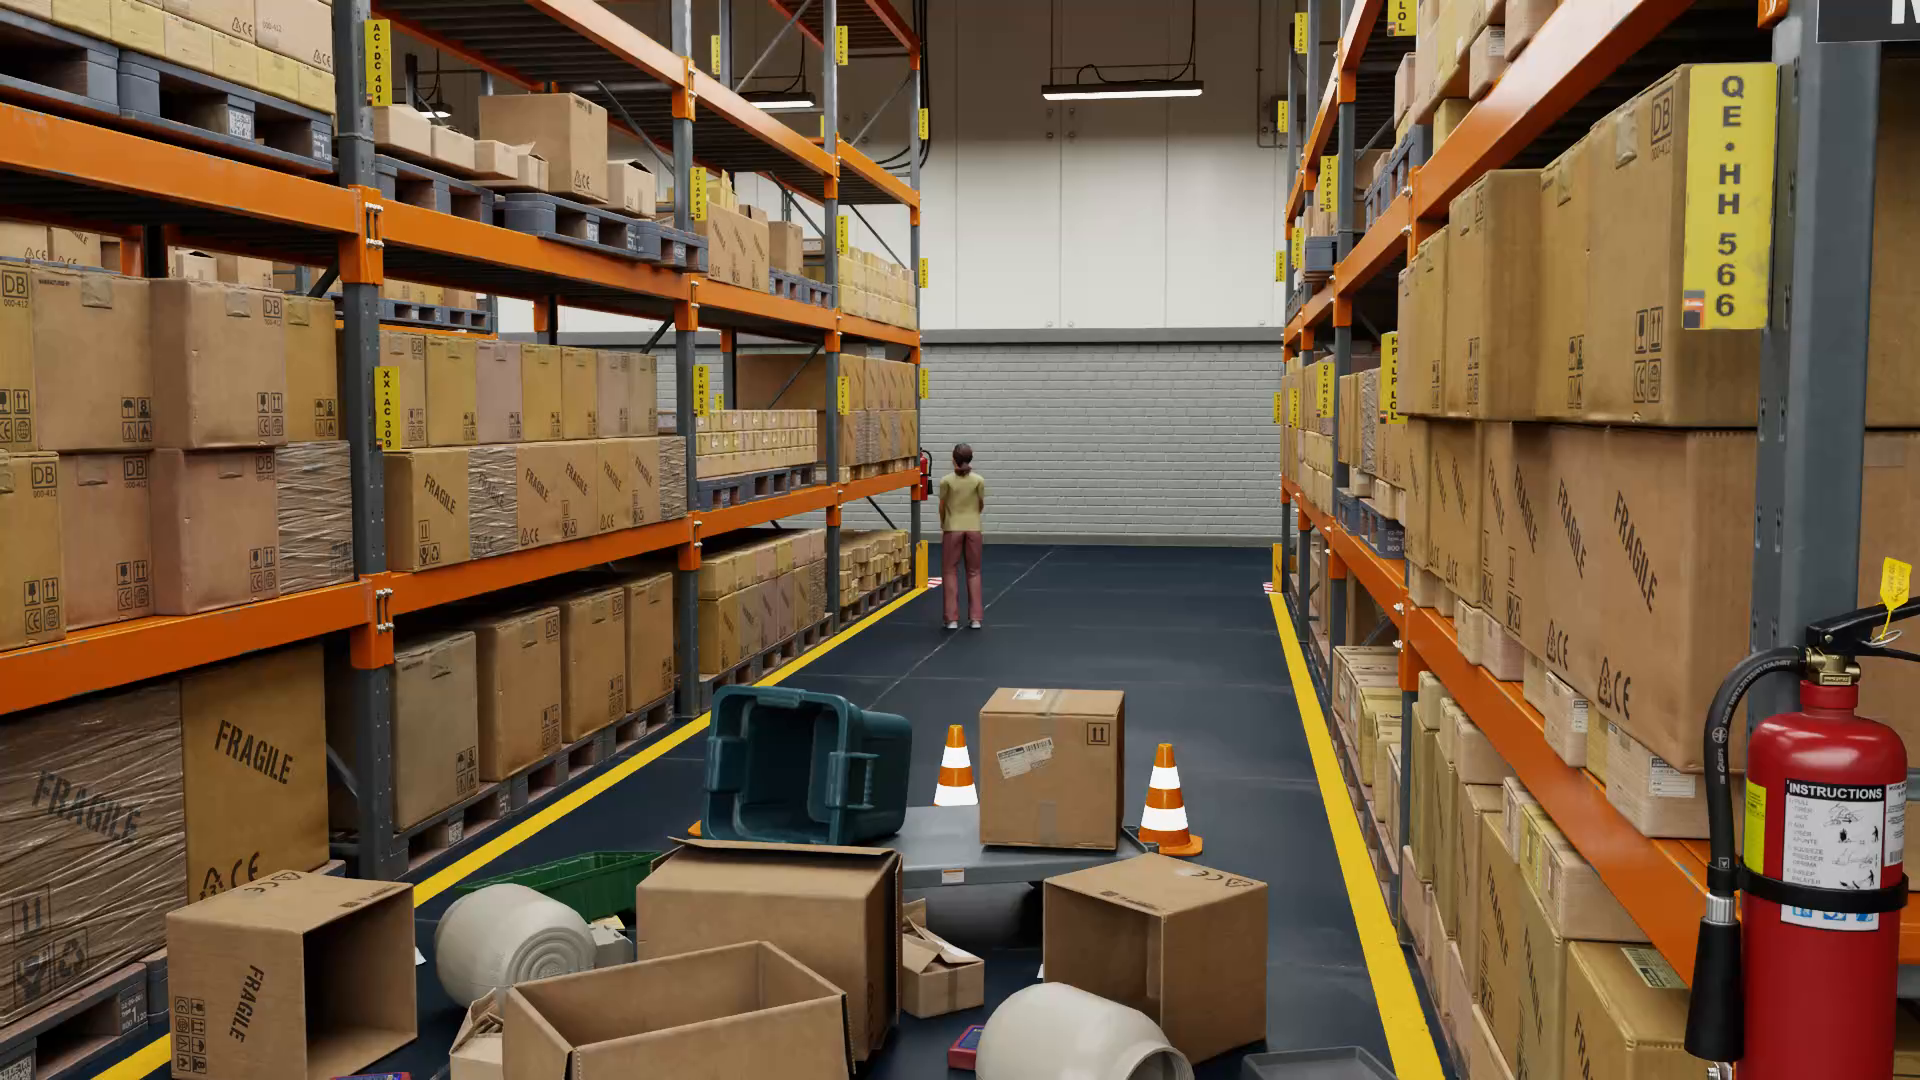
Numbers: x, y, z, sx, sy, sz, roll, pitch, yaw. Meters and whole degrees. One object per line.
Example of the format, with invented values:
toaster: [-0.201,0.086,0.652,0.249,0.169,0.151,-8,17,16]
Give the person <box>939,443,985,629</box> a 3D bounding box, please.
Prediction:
person: [0.009,-0.042,14.973,0.425,1.663,0.561,-1,5,-9]
